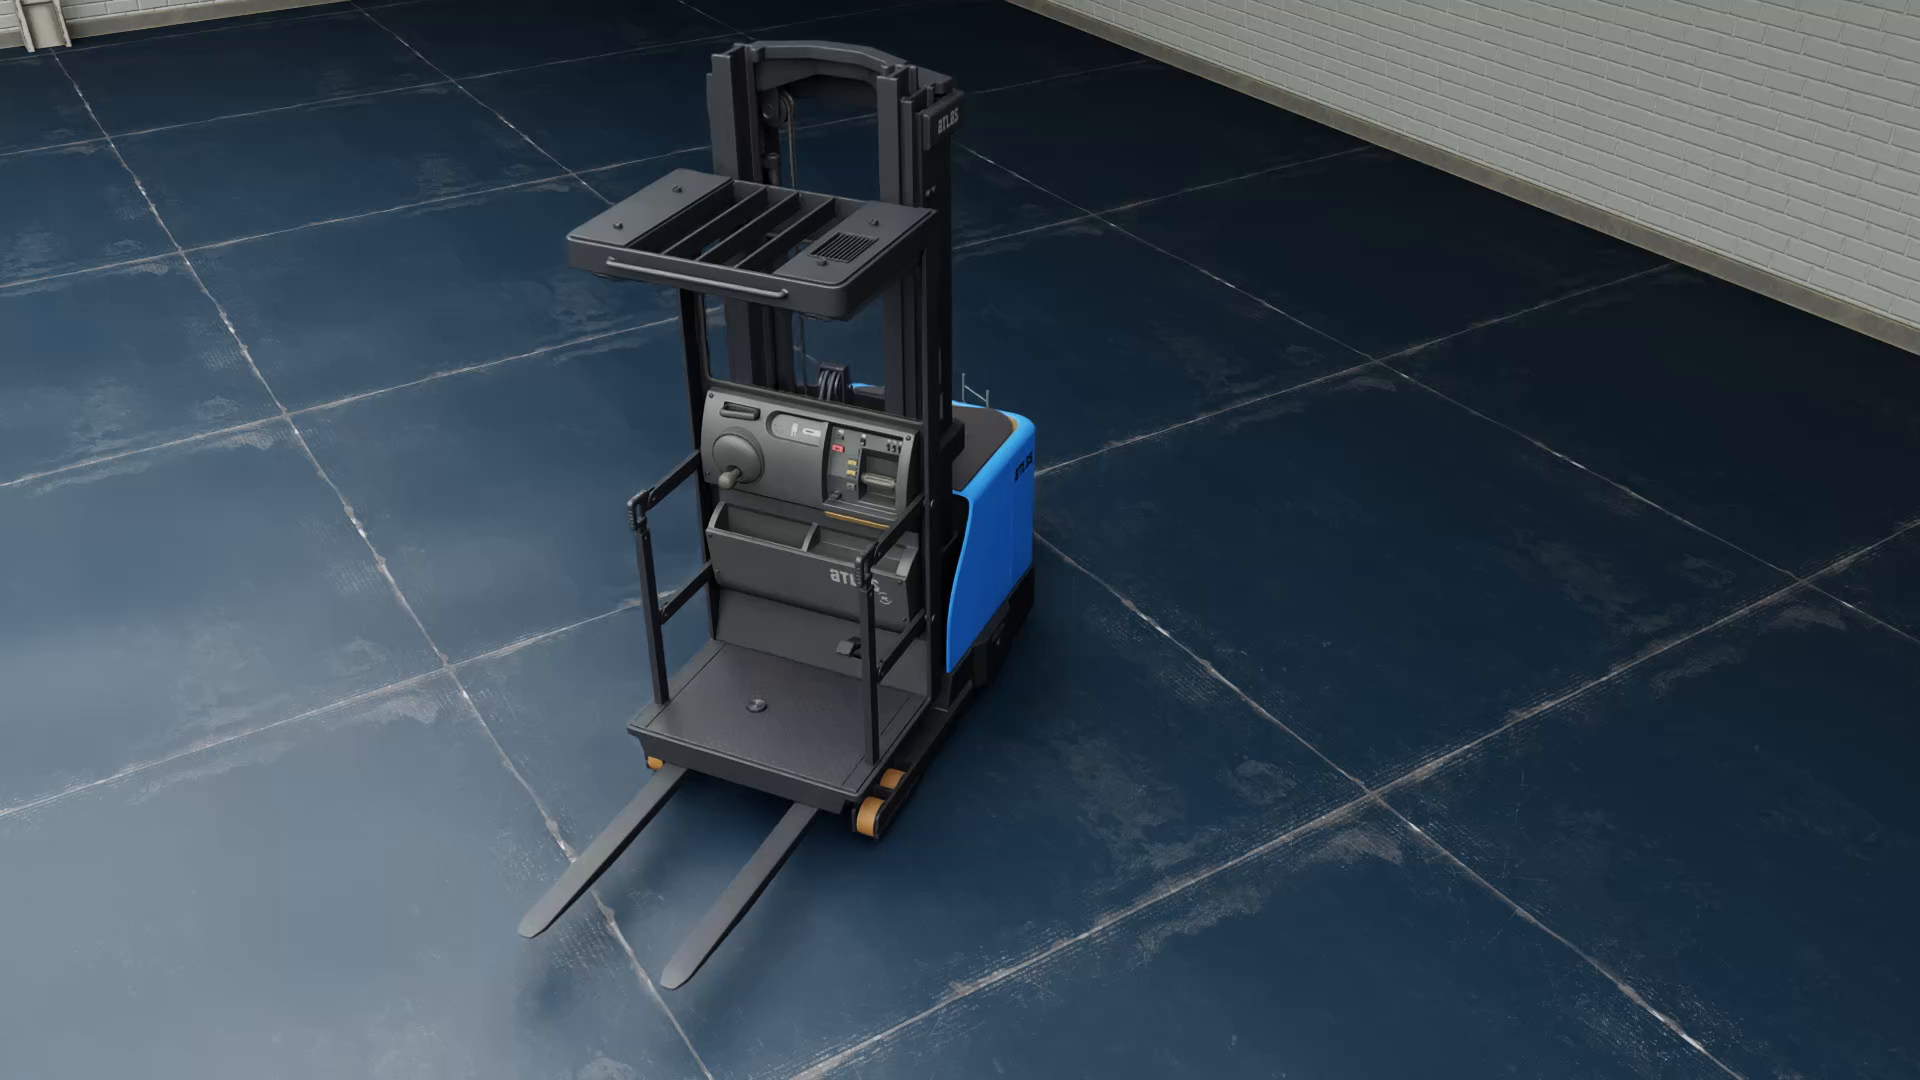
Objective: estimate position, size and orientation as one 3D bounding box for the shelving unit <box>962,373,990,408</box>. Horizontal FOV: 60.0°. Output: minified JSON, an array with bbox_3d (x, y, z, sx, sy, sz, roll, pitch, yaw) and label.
[{"bbox_3d":[-0.007,-0.378,8.506,0.210,0.900,0.258,-19,37,-27],"label":"shelving unit"}]

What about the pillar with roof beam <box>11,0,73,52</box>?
[{"bbox_3d":[-6.745,-6.801,11.097,0.400,9.000,9.100,-19,37,-27],"label":"pillar with roof beam"}]

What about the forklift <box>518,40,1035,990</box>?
[{"bbox_3d":[-0.697,-0.283,6.452,1.130,2.935,3.031,13,35,20],"label":"forklift"}]

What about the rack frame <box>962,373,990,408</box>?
[{"bbox_3d":[0.079,-0.408,8.553,0.006,0.900,0.240,-19,37,-27],"label":"rack frame"}]
